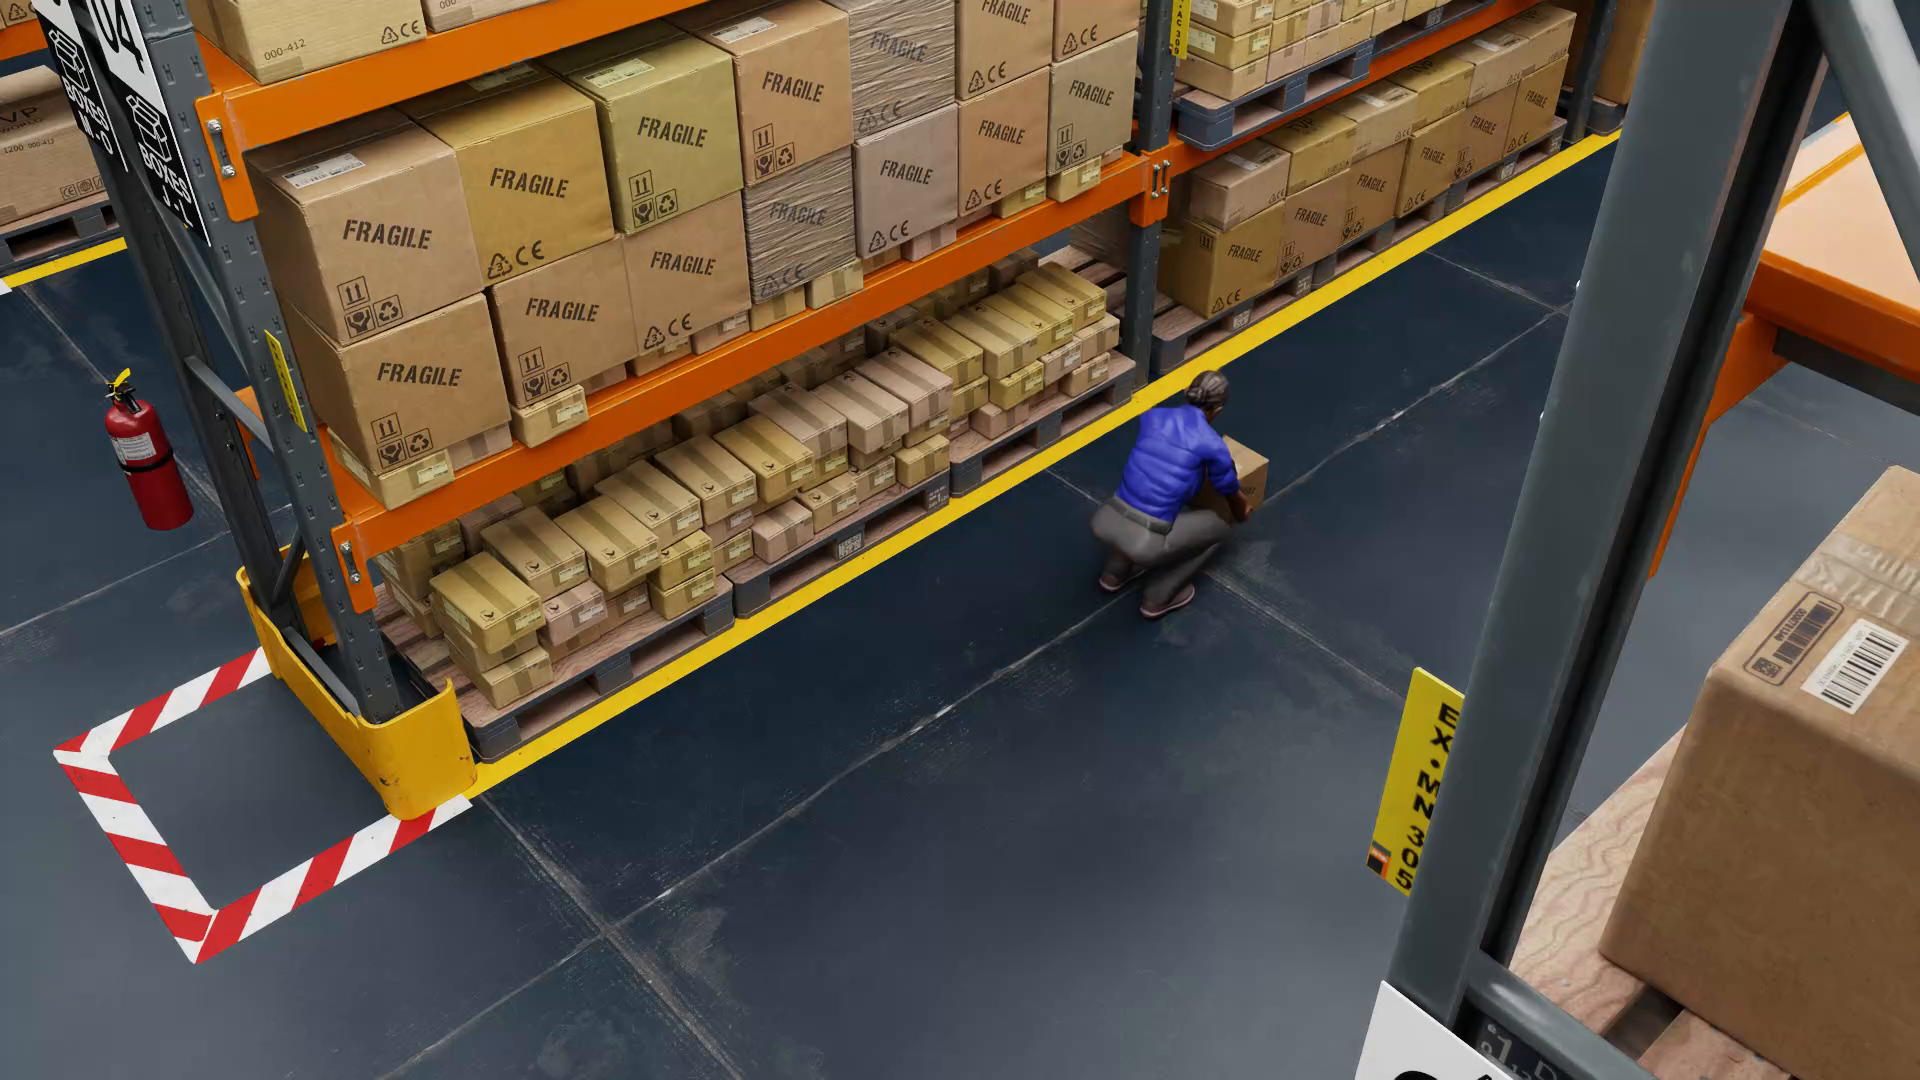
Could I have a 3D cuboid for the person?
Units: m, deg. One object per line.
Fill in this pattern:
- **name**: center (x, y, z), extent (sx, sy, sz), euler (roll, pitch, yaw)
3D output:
- **person**: center (0.893, -0.206, 6.988), extent (0.826, 0.918, 0.501), euler (-31, 49, -32)
